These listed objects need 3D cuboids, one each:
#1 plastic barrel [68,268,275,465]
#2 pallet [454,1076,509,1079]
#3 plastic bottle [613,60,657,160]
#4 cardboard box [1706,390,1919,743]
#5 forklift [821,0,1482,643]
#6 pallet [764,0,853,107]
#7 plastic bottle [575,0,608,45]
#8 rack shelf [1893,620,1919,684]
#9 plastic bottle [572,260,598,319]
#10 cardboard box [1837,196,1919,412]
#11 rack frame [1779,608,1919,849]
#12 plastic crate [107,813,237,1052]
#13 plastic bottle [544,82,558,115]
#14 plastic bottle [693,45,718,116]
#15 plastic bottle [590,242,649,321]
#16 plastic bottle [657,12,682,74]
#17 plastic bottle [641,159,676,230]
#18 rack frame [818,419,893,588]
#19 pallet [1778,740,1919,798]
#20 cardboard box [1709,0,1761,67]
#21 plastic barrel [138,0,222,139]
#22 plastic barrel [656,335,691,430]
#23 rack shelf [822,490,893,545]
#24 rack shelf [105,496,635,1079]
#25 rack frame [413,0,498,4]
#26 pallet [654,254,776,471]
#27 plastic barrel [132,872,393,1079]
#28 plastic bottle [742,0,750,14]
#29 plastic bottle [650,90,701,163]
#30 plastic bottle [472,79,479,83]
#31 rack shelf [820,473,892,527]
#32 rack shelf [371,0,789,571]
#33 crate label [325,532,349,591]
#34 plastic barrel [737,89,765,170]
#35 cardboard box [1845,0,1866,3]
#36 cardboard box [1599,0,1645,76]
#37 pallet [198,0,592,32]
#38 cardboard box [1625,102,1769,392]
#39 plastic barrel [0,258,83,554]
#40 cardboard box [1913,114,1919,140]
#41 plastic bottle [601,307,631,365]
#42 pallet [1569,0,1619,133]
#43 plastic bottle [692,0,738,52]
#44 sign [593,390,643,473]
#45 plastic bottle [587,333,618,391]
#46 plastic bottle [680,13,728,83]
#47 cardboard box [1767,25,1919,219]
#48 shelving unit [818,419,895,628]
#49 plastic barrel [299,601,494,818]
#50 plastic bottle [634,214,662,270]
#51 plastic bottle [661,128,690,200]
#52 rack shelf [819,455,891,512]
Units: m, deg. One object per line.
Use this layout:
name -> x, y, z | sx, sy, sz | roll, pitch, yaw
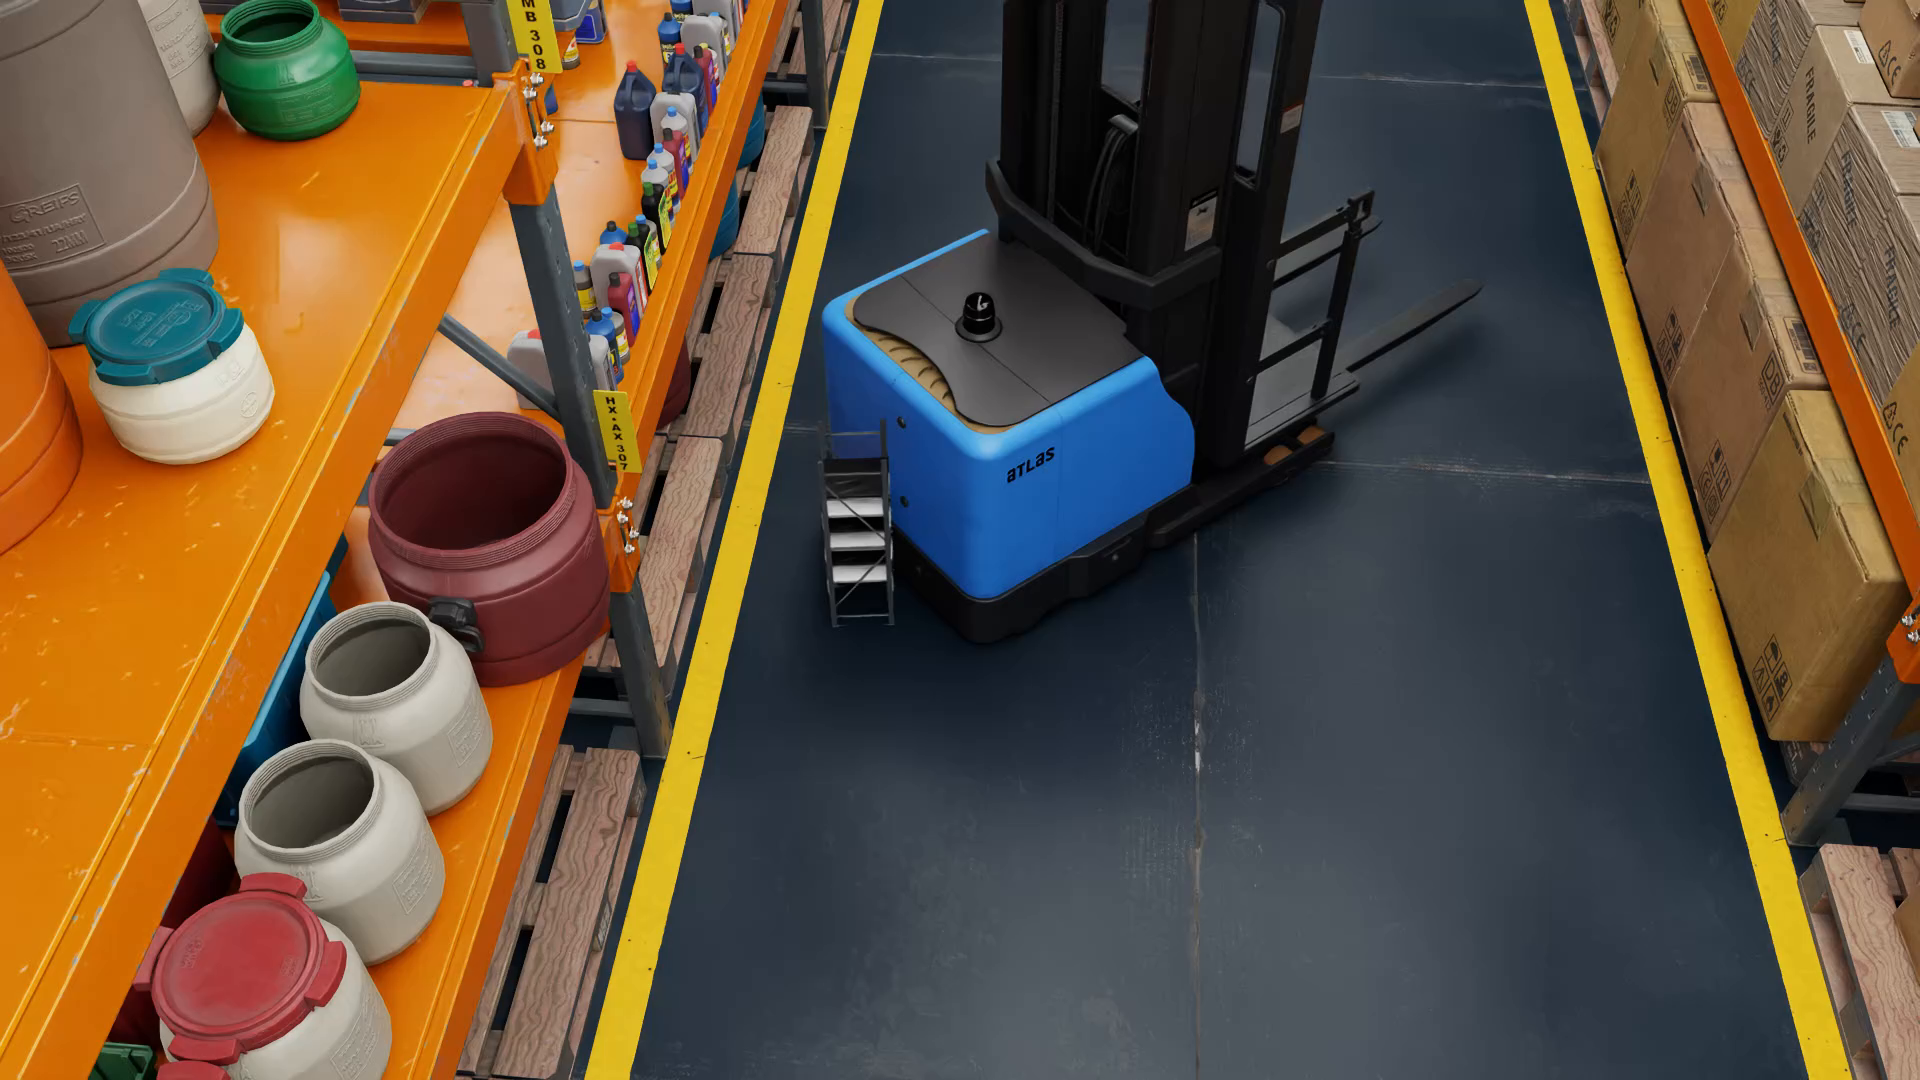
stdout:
plastic barrel -> -1.438, -0.309, 3.061 | 0.301, 0.262, 0.301 | 0, 48, 0
pallet -> -1.778, 2.108, 4.679 | 1.003, 0.211, 1.213 | 4, 48, 4
plastic bottle -> -1.213, -1.621, 6.233 | 0.144, 0.351, 0.185 | 4, 48, 4
cardboard box -> 3.461, 0.109, 5.773 | 1.225, 0.875, 0.875 | 2, 48, 2
forklift -> 0.954, -1.505, 6.140 | 3.031, 2.935, 1.130 | -29, 54, -24
pallet -> -1.162, -2.835, 9.199 | 1.003, 0.211, 1.213 | 4, 48, 4
plastic bottle -> -1.545, -2.186, 6.800 | 0.152, 0.276, 0.135 | 4, 48, 4
rack shelf -> 3.195, 1.752, 3.602 | 1.077, 0.370, 4.000 | 4, 48, 4
plastic bottle -> -1.277, -0.857, 5.636 | 0.097, 0.201, 0.097 | 0, 48, 0
cardboard box -> 3.227, -0.739, 5.326 | 0.500, 0.500, 0.500 | 3, 48, 3
rack frame -> 3.377, 0.040, 4.681 | 1.000, 3.000, 0.127 | 4, 48, 4
plastic crate -> -2.007, 0.852, 3.895 | 0.402, 0.464, 0.583 | 4, 48, 4
plastic bottle -> -1.630, -1.788, 6.440 | 0.097, 0.271, 0.097 | 0, 48, 0
plastic bottle -> -0.993, -1.801, 6.443 | 0.061, 0.283, 0.133 | 4, 48, 4
plastic bottle -> -1.152, -0.888, 5.613 | 0.152, 0.276, 0.135 | 4, 48, 4
plastic bottle -> -1.143, -1.964, 6.601 | 0.097, 0.271, 0.097 | 0, 48, 0
plastic bottle -> -1.081, -1.237, 5.936 | 0.097, 0.271, 0.097 | 0, 48, 0
rack frame -> -0.384, -0.120, 6.250 | 0.240, 0.900, 0.006 | -2, 48, -2
pallet -> 3.524, 0.407, 6.235 | 1.003, 0.211, 1.213 | 4, 48, 4
cardboard box -> 3.406, -2.243, 6.701 | 0.500, 0.500, 0.500 | 4, 48, 4
plastic barrel -> -1.888, -1.136, 3.648 | 0.421, 0.512, 0.421 | 0, 48, 0
plastic barrel -> -1.424, -0.812, 6.809 | 0.600, 0.588, 0.708 | 4, 48, 4
rack shelf -> -0.380, -0.083, 6.140 | 0.258, 0.077, 0.200 | -2, 48, -2
rack shelf -> -1.737, 1.419, 3.907 | 1.077, 0.370, 4.000 | 4, 48, 4
rack frame -> -1.555, -2.318, 2.772 | 1.000, 3.000, 0.127 | 4, 48, 4
pallet -> -1.411, -0.828, 7.365 | 1.003, 0.211, 1.213 | 4, 48, 4
plastic barrel -> -1.508, 1.055, 3.660 | 0.433, 0.535, 0.433 | 0, 48, 0
plastic bottle -> -0.965, -2.383, 6.930 | 0.144, 0.351, 0.185 | 4, 48, 4
plastic bottle -> -1.067, -1.567, 6.234 | 0.152, 0.276, 0.135 | 4, 48, 4
plastic bottle -> -1.810, -1.654, 6.309 | 0.061, 0.283, 0.133 | 4, 48, 4
rack shelf -> -0.380, -0.144, 6.073 | 0.258, 0.077, 0.200 | -2, 48, -2
rack shelf -> -1.373, -1.520, 6.595 | 1.077, 0.370, 4.000 | 4, 48, 4
crate label -> -1.967, 0.047, 4.787 | 0.303, 0.233, 0.416 | 4, 48, 4
plastic barrel -> -1.257, -2.268, 7.929 | 0.600, 0.901, 0.708 | 4, 48, 4
cardboard box -> 3.618, -2.298, 6.072 | 0.797, 0.503, 0.637 | 4, 48, 4
cardboard box -> 3.882, -2.804, 8.437 | 0.875, 0.875, 0.875 | 4, 48, 4
pallet -> -1.388, -1.798, 4.456 | 1.003, 0.211, 1.213 | 4, 48, 4
cardboard box -> 3.623, -1.196, 6.966 | 1.225, 0.875, 0.875 | 2, 48, 2
plastic barrel -> -1.906, -0.381, 2.742 | 0.600, 0.830, 0.708 | 4, 48, 4
cardboard box -> 3.522, -1.347, 5.202 | 0.797, 0.503, 0.637 | 5, 48, 4
plastic bottle -> -1.147, -0.677, 5.471 | 0.097, 0.201, 0.097 | 0, 48, 0
pallet -> 3.889, -2.512, 8.905 | 1.003, 0.211, 1.213 | 4, 48, 4
plastic bottle -> -0.996, -2.142, 6.760 | 0.152, 0.276, 0.135 | 4, 48, 4
sign -> -1.007, -0.317, 4.896 | 0.100, 0.325, 0.005 | 4, 48, 4
plastic bottle -> -1.194, -0.548, 5.302 | 0.152, 0.276, 0.135 | 4, 48, 4
plastic bottle -> -1.017, -1.971, 6.604 | 0.152, 0.276, 0.135 | 4, 48, 4
cardboard box -> 3.318, -1.495, 6.017 | 0.500, 0.500, 0.500 | 5, 48, 4
shelving unit -> -0.380, -0.045, 6.182 | 0.258, 0.900, 0.210 | -2, 48, -2
plastic barrel -> -1.436, 0.439, 4.240 | 0.421, 0.512, 0.421 | 0, 48, 0
plastic bottle -> -1.102, -1.044, 5.807 | 0.097, 0.201, 0.097 | 0, 48, 0
plastic bottle -> -1.043, -1.396, 6.073 | 0.061, 0.283, 0.133 | 4, 48, 4
rack shelf -> -0.380, -0.205, 6.007 | 0.258, 0.077, 0.200 | -2, 48, -2
